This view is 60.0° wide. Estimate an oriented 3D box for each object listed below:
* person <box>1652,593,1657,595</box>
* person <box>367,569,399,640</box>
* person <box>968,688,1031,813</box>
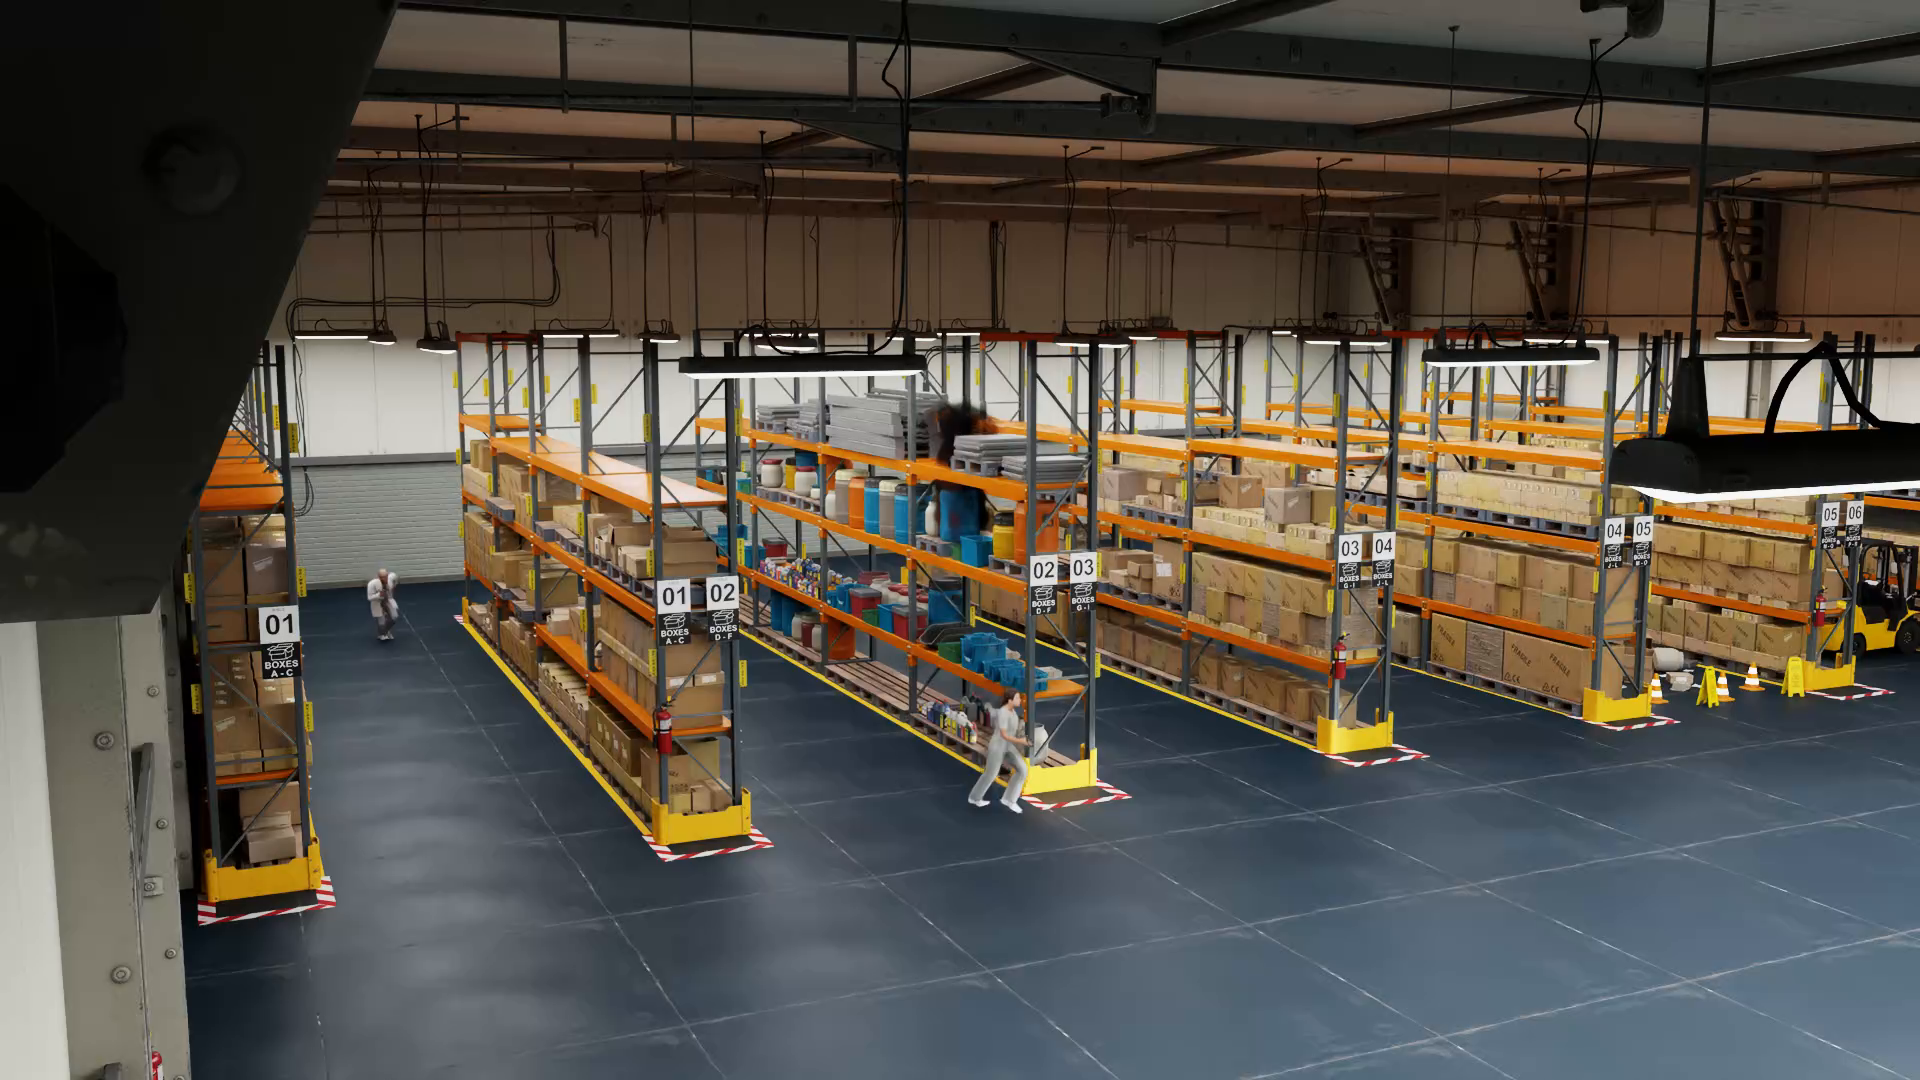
[{"bbox_3d":[14.325,0.952,34.087,0.614,1.580,0.511,-4,9,-30],"label":"person"},{"bbox_3d":[-11.136,1.311,32.186,0.723,1.368,1.061,-6,10,-36],"label":"person"},{"bbox_3d":[0.516,2.676,21.261,0.855,1.644,0.506,4,9,28],"label":"person"}]
